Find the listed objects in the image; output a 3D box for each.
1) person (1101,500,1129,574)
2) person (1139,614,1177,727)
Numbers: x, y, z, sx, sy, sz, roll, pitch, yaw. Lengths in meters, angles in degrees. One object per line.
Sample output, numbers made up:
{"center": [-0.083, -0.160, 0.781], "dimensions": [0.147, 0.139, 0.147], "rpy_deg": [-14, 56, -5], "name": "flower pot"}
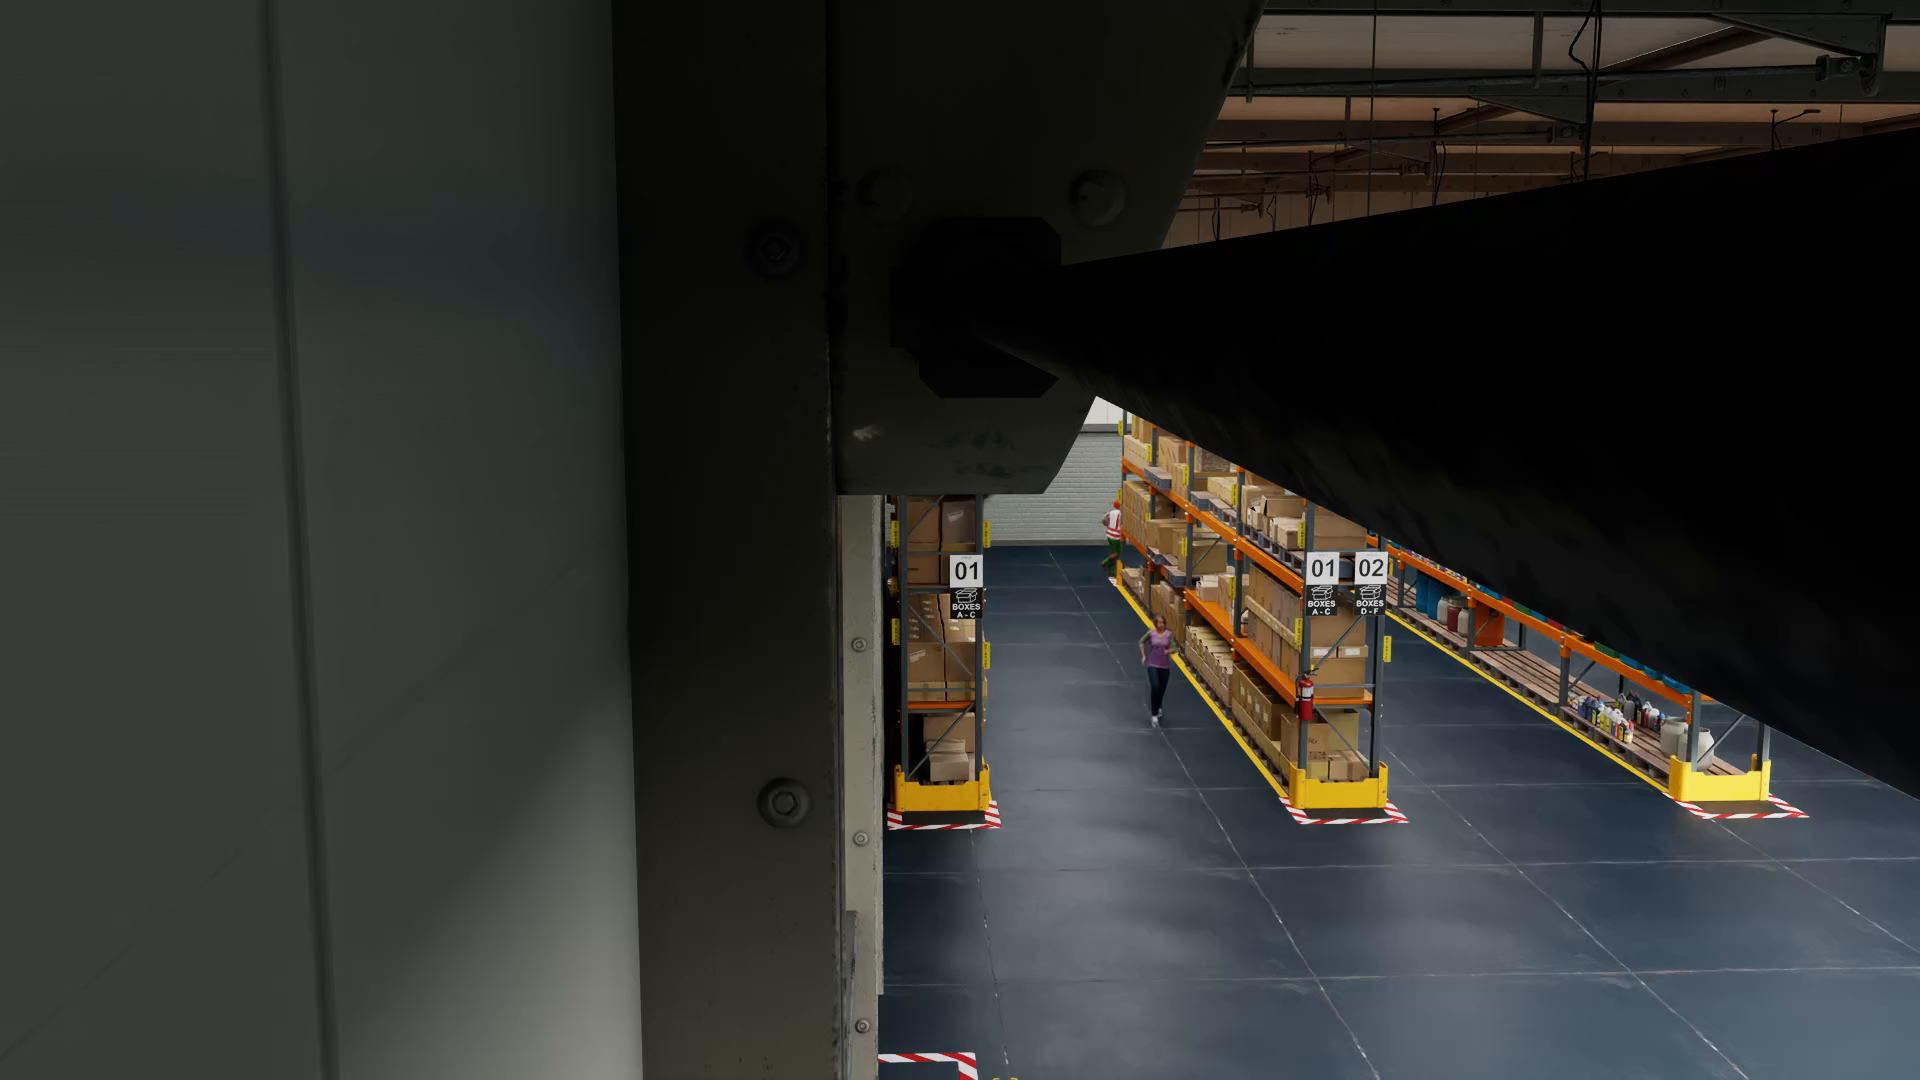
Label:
{"center": [3.498, -0.059, 37.576], "dimensions": [0.620, 1.732, 0.780], "rpy_deg": [-6, 10, -34], "name": "person"}
{"center": [2.941, 1.913, 24.670], "dimensions": [0.508, 1.647, 0.728], "rpy_deg": [-1, 8, -7], "name": "person"}
